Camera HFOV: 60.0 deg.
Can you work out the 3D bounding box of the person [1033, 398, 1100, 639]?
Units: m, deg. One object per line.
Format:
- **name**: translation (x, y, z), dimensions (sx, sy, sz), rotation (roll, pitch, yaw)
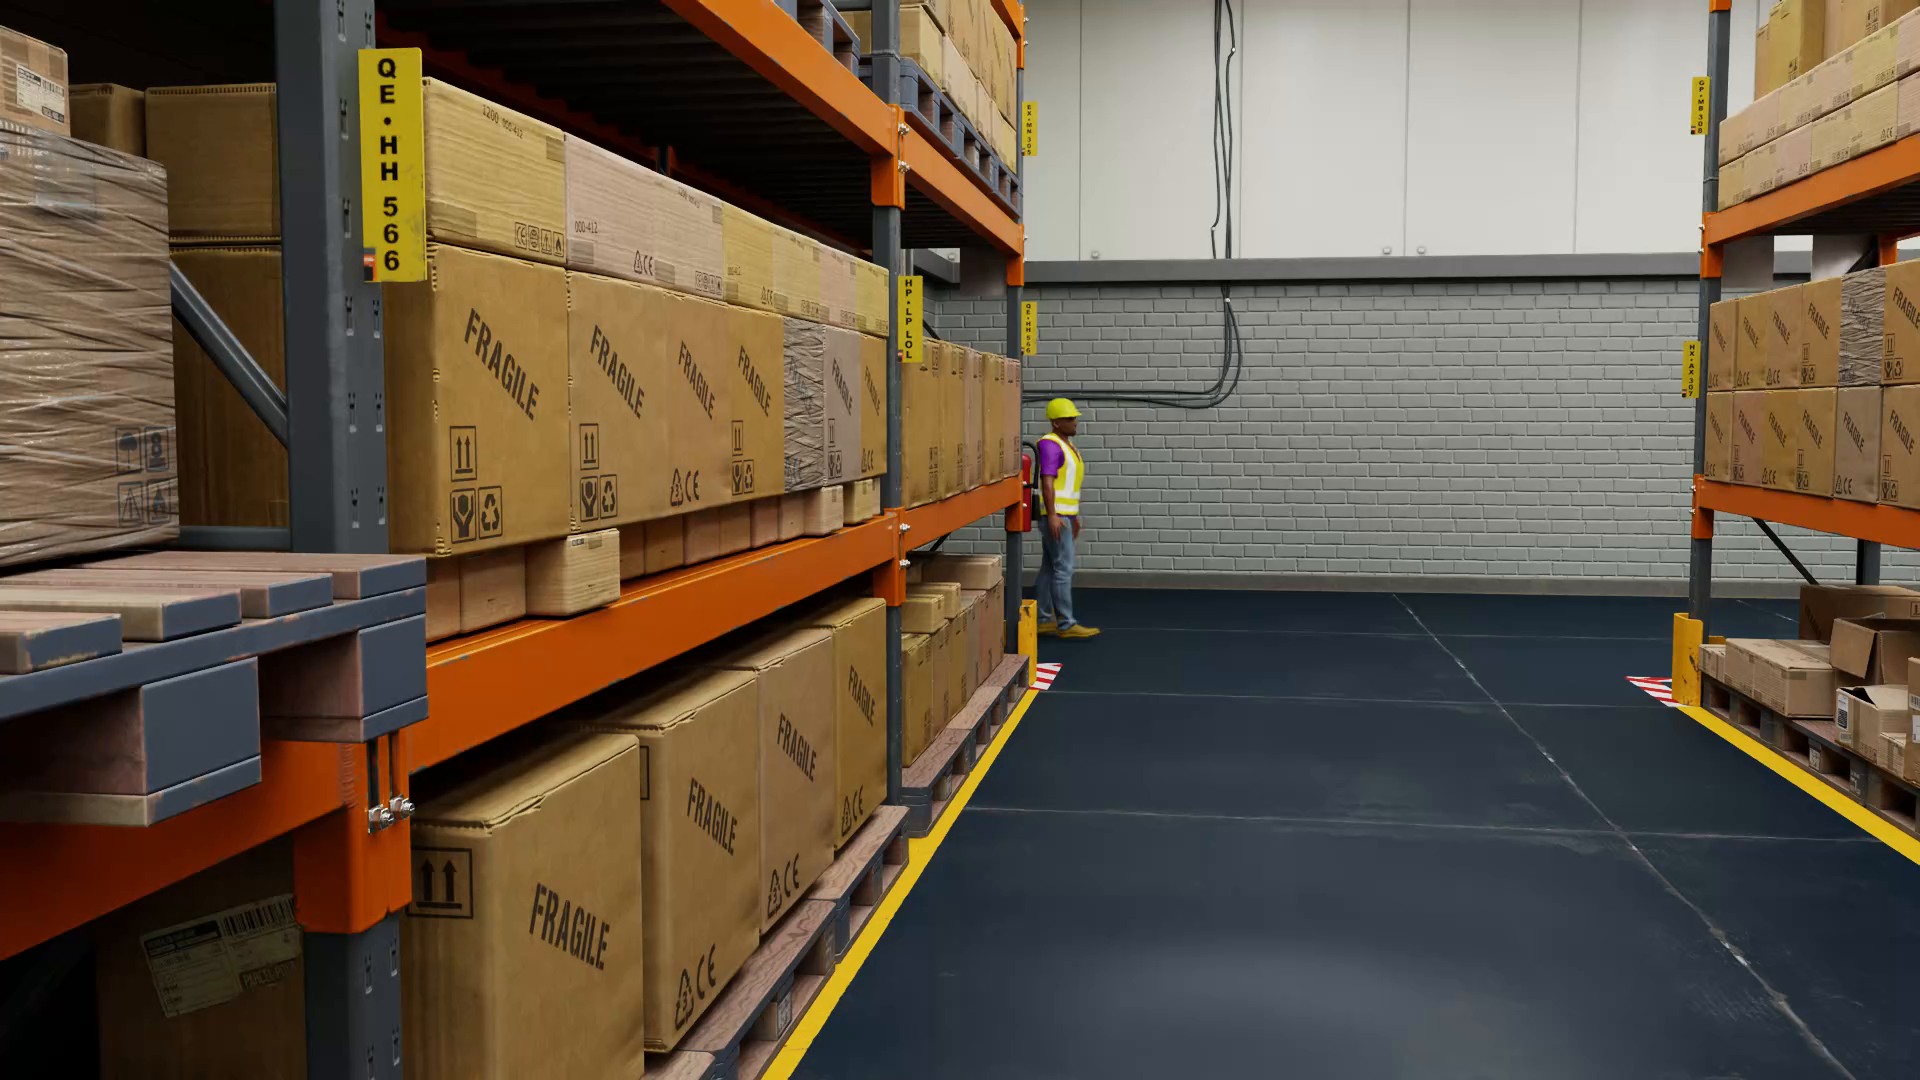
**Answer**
- **person**: translation (0.781, -0.163, 12.272), dimensions (0.570, 1.764, 0.675), rotation (1, 5, 14)
